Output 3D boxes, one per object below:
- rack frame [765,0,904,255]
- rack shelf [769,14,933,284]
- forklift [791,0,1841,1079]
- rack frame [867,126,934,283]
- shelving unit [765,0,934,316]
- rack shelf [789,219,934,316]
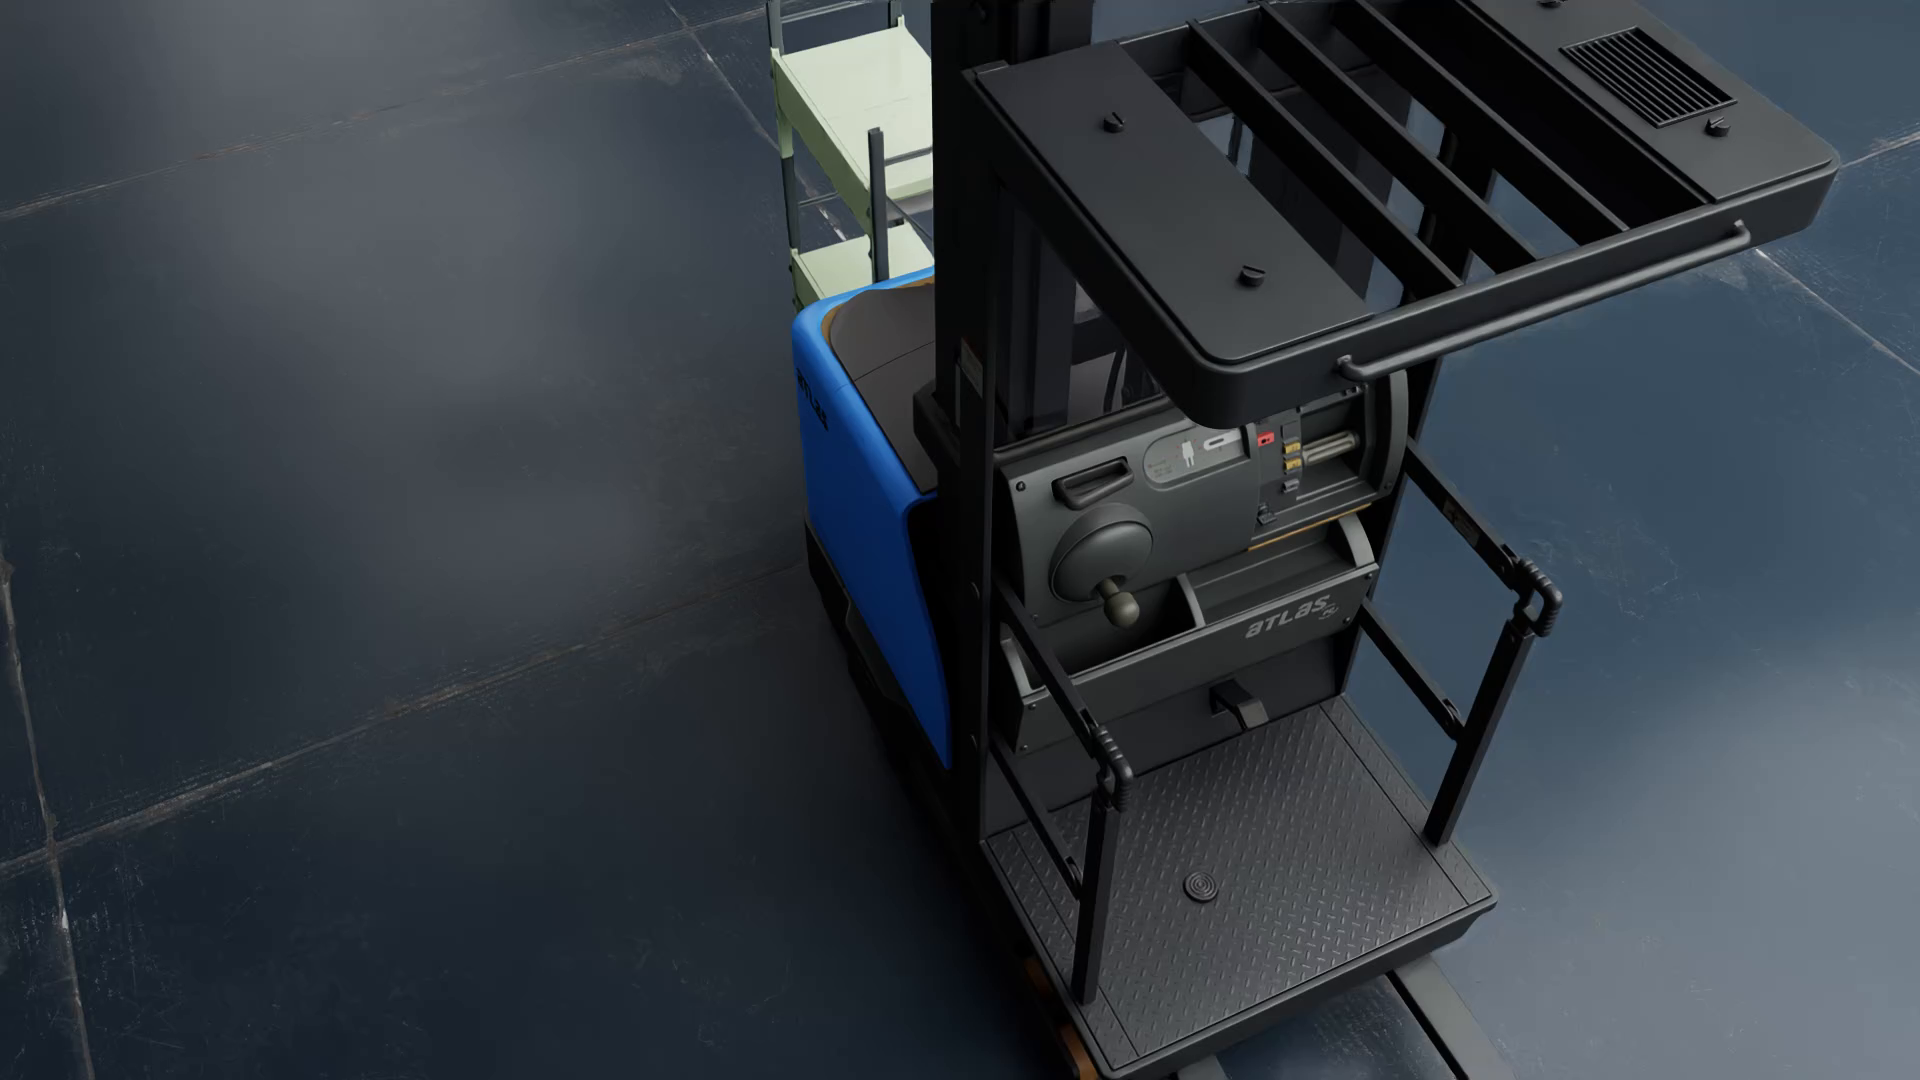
[{"bbox_3d":[-0.356,-1.086,5.204,0.400,1.500,0.023,-19,52,-16],"label":"rack frame"},{"bbox_3d":[-0.201,-1.093,4.692,0.431,0.370,0.720,-19,52,-16],"label":"rack shelf"},{"bbox_3d":[0.620,-0.015,3.316,1.130,2.935,3.031,-19,52,-16],"label":"forklift"},{"bbox_3d":[-0.046,-0.587,4.767,0.400,1.500,0.023,-19,52,-16],"label":"rack frame"},{"bbox_3d":[-0.201,-0.837,4.985,0.431,1.500,0.755,-19,52,-16],"label":"shelving unit"},{"bbox_3d":[-0.201,-0.622,5.231,0.431,0.370,0.720,-19,52,-16],"label":"rack shelf"}]
